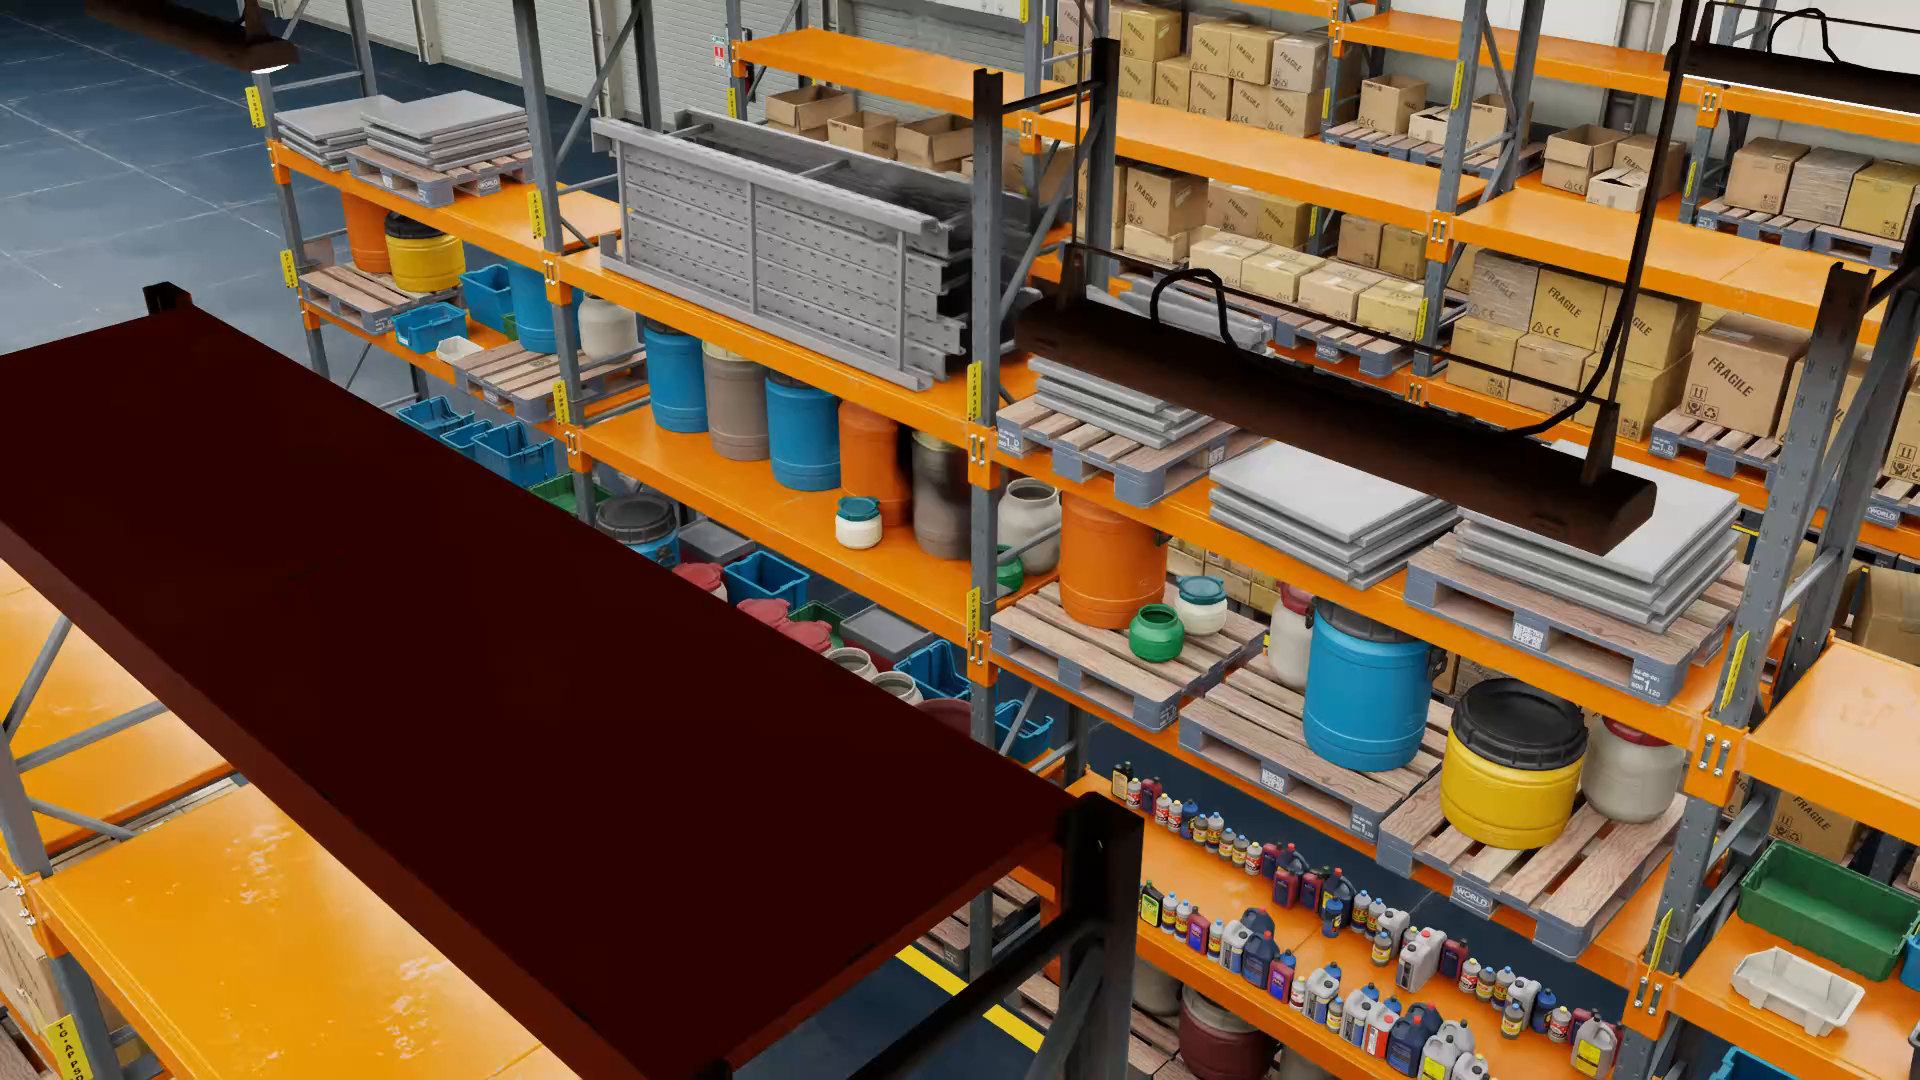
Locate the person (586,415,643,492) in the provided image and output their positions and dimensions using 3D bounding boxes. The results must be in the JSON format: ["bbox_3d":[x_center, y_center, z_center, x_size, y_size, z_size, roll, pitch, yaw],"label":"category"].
[{"bbox_3d":[-3.426,-0.959,16.200,0.806,1.747,0.612,16,33,26],"label":"person"}]
